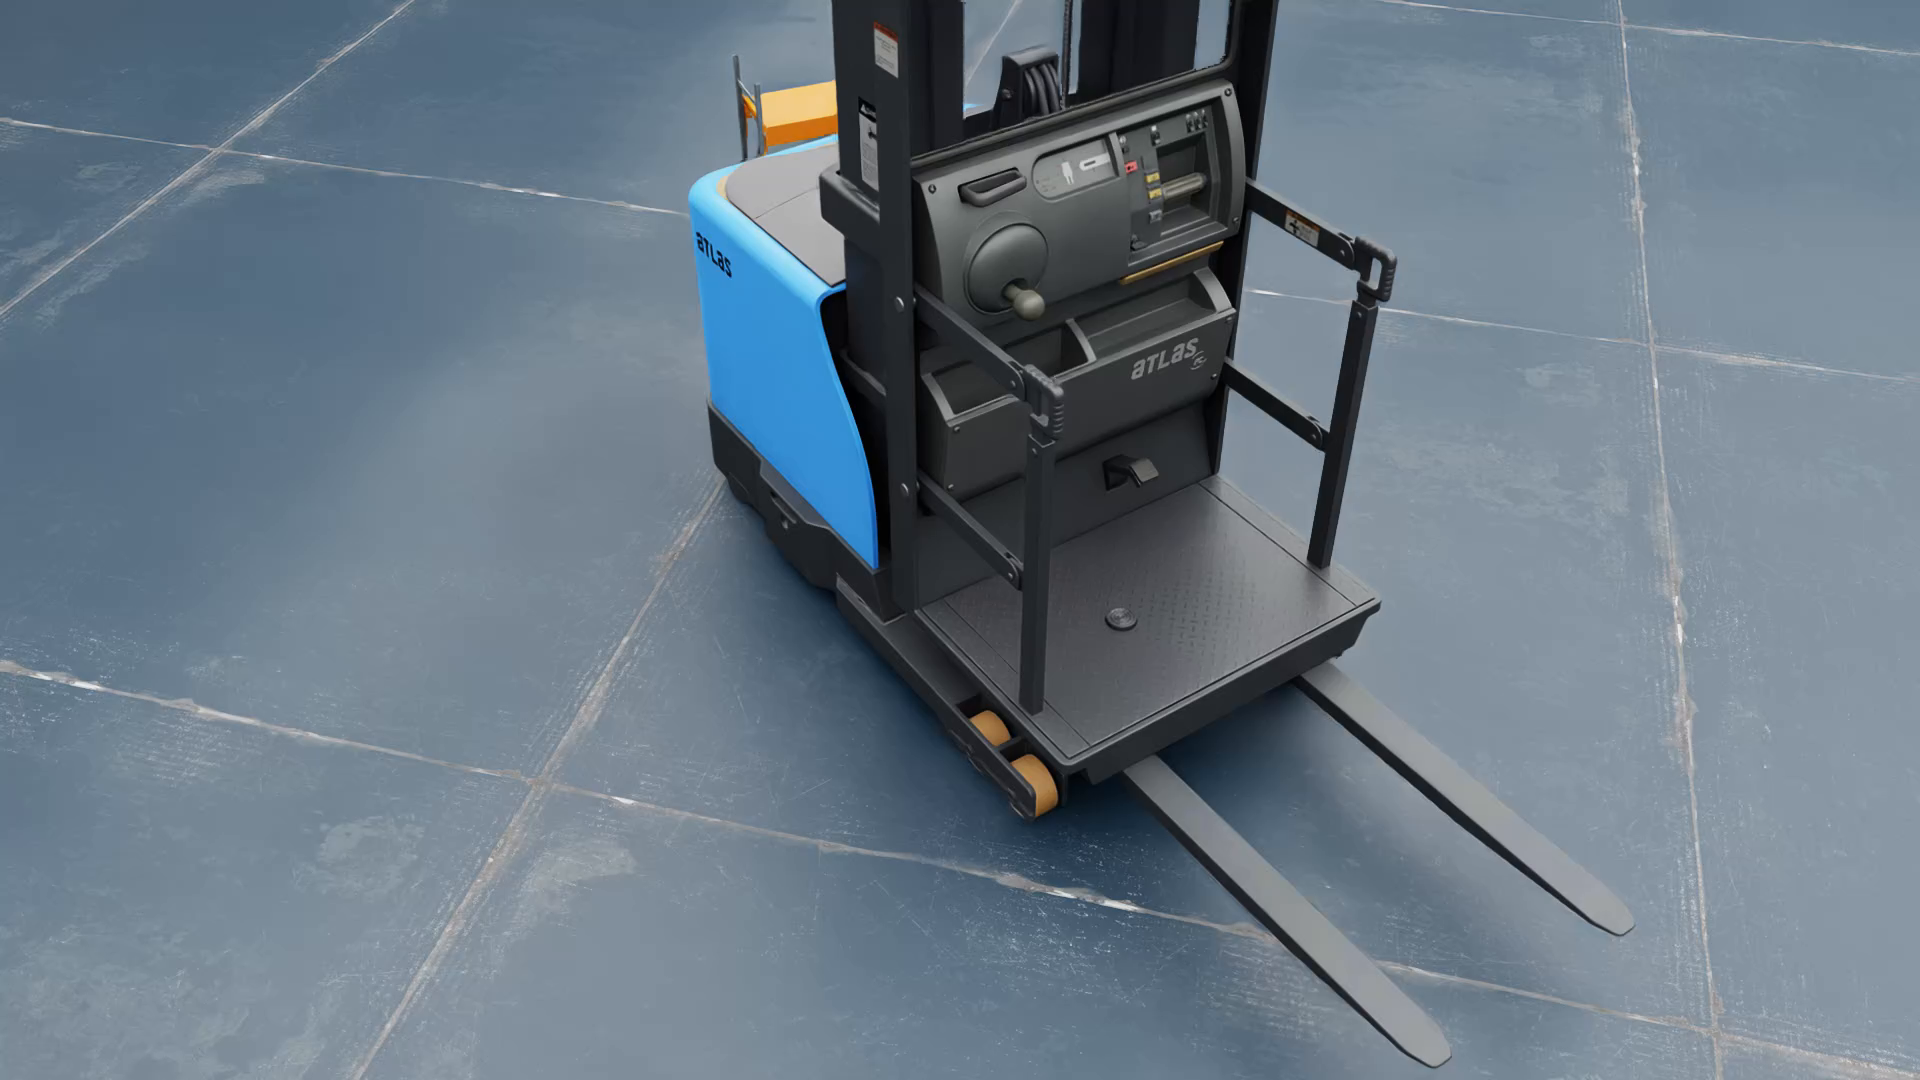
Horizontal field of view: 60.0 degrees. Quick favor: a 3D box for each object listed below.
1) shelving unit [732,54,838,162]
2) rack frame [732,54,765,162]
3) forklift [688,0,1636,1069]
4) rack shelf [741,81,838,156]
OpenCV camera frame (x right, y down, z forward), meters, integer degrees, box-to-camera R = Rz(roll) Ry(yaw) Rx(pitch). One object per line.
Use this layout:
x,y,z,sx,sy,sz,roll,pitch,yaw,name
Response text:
-0.428,-1.041,5.553,0.503,1.200,0.258,-15,41,-17,shelving unit
-0.653,-0.980,5.480,0.015,1.200,0.240,-15,41,-17,rack frame
0.436,-0.745,3.859,1.130,2.935,3.031,-24,45,-26,forklift
-0.431,-1.345,5.304,0.480,0.148,0.258,-15,41,-17,rack shelf
